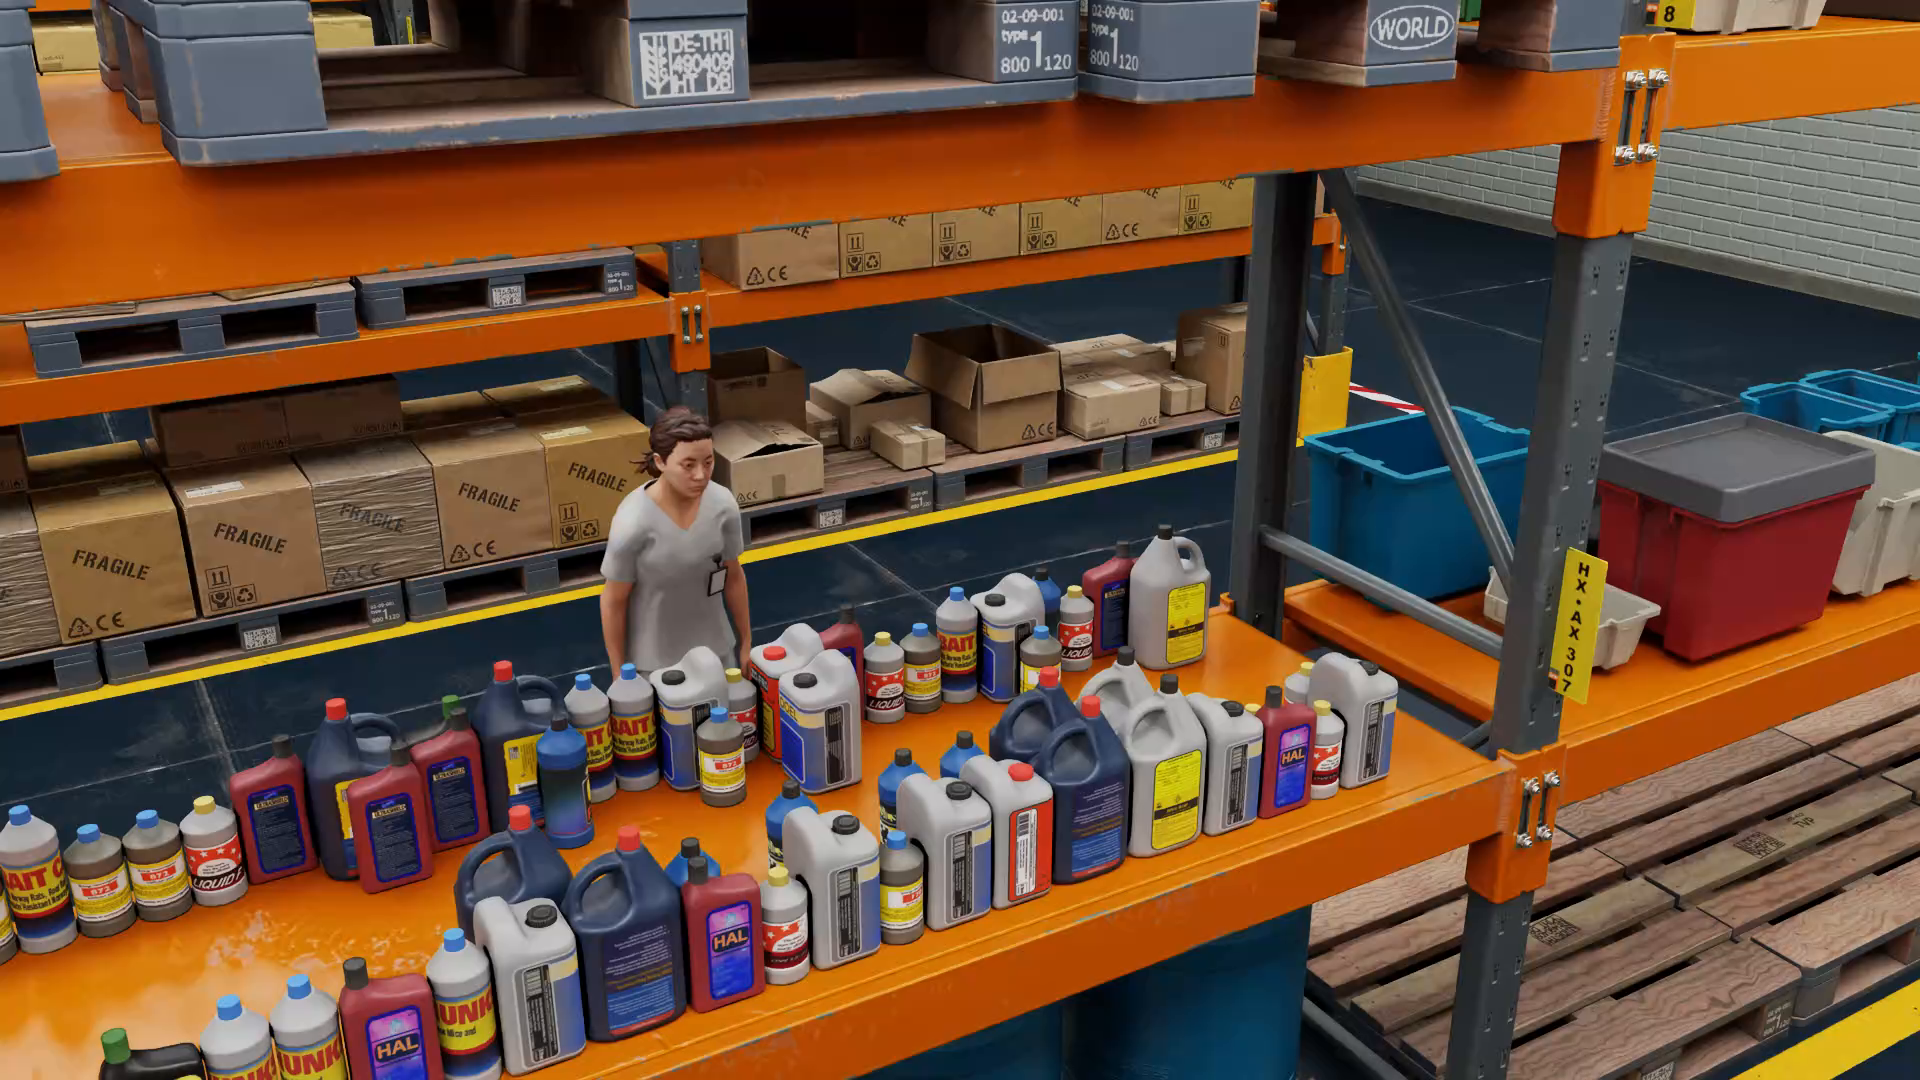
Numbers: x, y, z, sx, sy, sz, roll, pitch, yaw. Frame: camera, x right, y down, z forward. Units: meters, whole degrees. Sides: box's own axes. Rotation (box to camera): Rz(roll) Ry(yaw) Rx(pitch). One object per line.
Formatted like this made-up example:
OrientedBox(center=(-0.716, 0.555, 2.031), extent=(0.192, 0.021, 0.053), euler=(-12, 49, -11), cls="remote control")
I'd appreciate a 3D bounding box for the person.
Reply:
OrientedBox(center=(-0.858, 0.385, 5.130), extent=(0.504, 1.671, 0.362), euler=(-14, 26, -31), cls="person")
